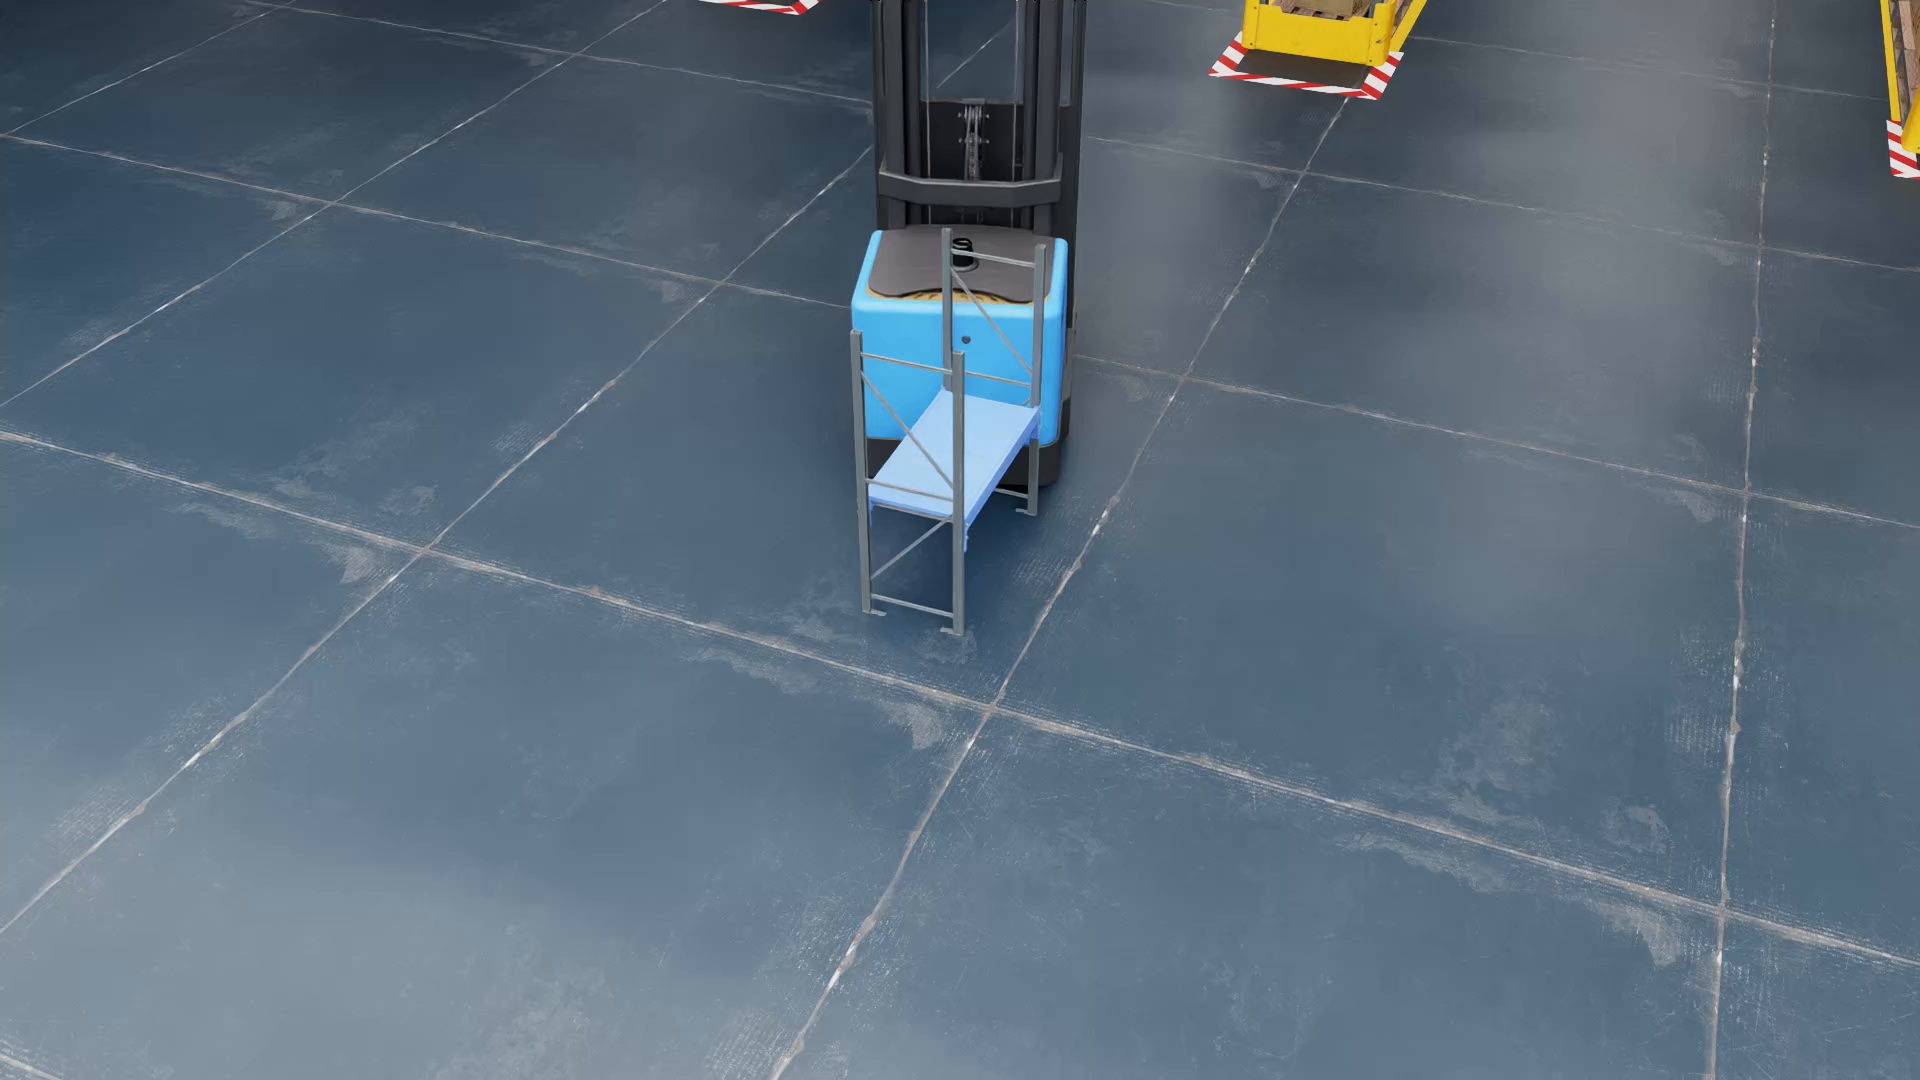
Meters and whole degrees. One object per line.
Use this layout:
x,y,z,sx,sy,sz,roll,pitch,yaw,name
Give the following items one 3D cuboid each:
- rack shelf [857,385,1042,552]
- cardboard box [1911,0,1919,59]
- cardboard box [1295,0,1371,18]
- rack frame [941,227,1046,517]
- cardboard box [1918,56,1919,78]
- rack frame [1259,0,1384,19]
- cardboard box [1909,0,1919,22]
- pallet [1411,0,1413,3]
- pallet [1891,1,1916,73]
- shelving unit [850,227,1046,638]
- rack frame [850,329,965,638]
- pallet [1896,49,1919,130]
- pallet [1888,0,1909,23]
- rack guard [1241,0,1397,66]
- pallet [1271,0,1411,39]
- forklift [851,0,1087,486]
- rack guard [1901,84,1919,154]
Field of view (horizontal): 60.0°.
-0.033,-0.353,7.770,0.538,0.185,1.000,13,39,17,rack shelf
7.952,-4.181,12.763,0.875,0.875,0.875,13,39,17,cardboard box
3.127,-4.681,13.744,0.500,0.500,0.500,21,42,26,cardboard box
0.153,-0.781,8.042,0.500,1.500,0.032,13,39,17,rack frame
7.619,-3.694,12.110,0.875,0.875,0.875,14,39,18,cardboard box
2.873,-5.172,12.664,1.000,3.000,0.127,14,39,18,rack frame
8.300,-4.686,13.437,0.875,0.875,0.875,14,39,18,cardboard box
3.710,-5.212,15.047,1.003,0.211,1.213,14,39,18,pallet
8.120,-4.003,13.429,1.003,0.211,1.213,14,39,18,pallet
-0.033,-0.497,7.662,0.538,1.500,1.048,13,39,17,shelving unit
-0.218,-0.214,7.283,0.500,1.500,0.032,13,39,17,rack frame
7.654,-3.330,12.528,1.003,0.211,1.213,14,39,18,pallet
8.582,-4.681,14.336,1.003,0.211,1.213,14,39,18,pallet
2.902,-4.213,13.469,1.175,0.500,0.348,14,39,18,rack guard
3.244,-4.539,14.146,1.003,0.211,1.213,14,39,18,pallet
0.115,-2.318,8.903,1.130,2.935,3.031,3,37,4,forklift
7.413,-2.972,11.808,1.175,0.500,0.348,14,39,18,rack guard
